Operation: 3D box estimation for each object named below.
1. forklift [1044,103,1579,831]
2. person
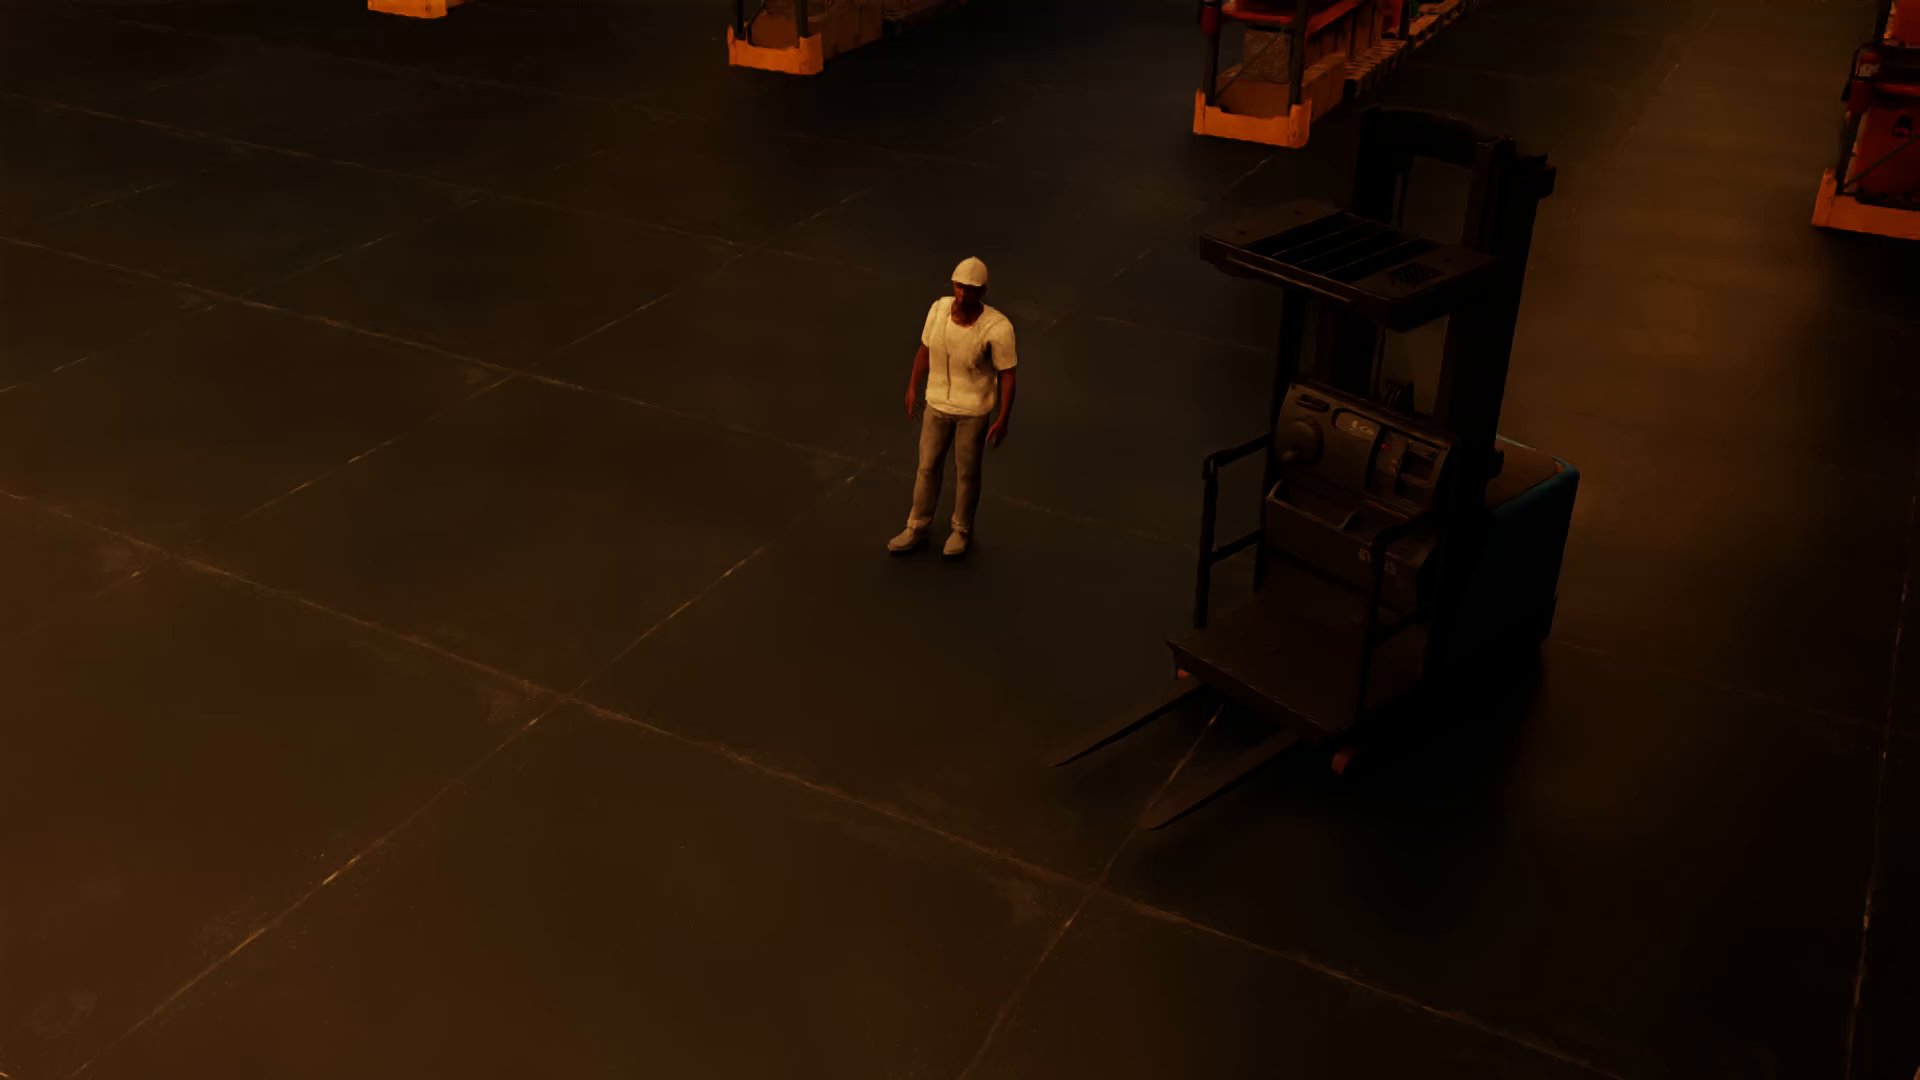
[{"bbox_3d":[1.749,-0.417,7.793,3.031,2.935,1.130,-24,37,-35],"label":"forklift"},{"bbox_3d":[-0.039,-0.742,9.507,0.665,1.766,0.576,15,33,25],"label":"person"}]
